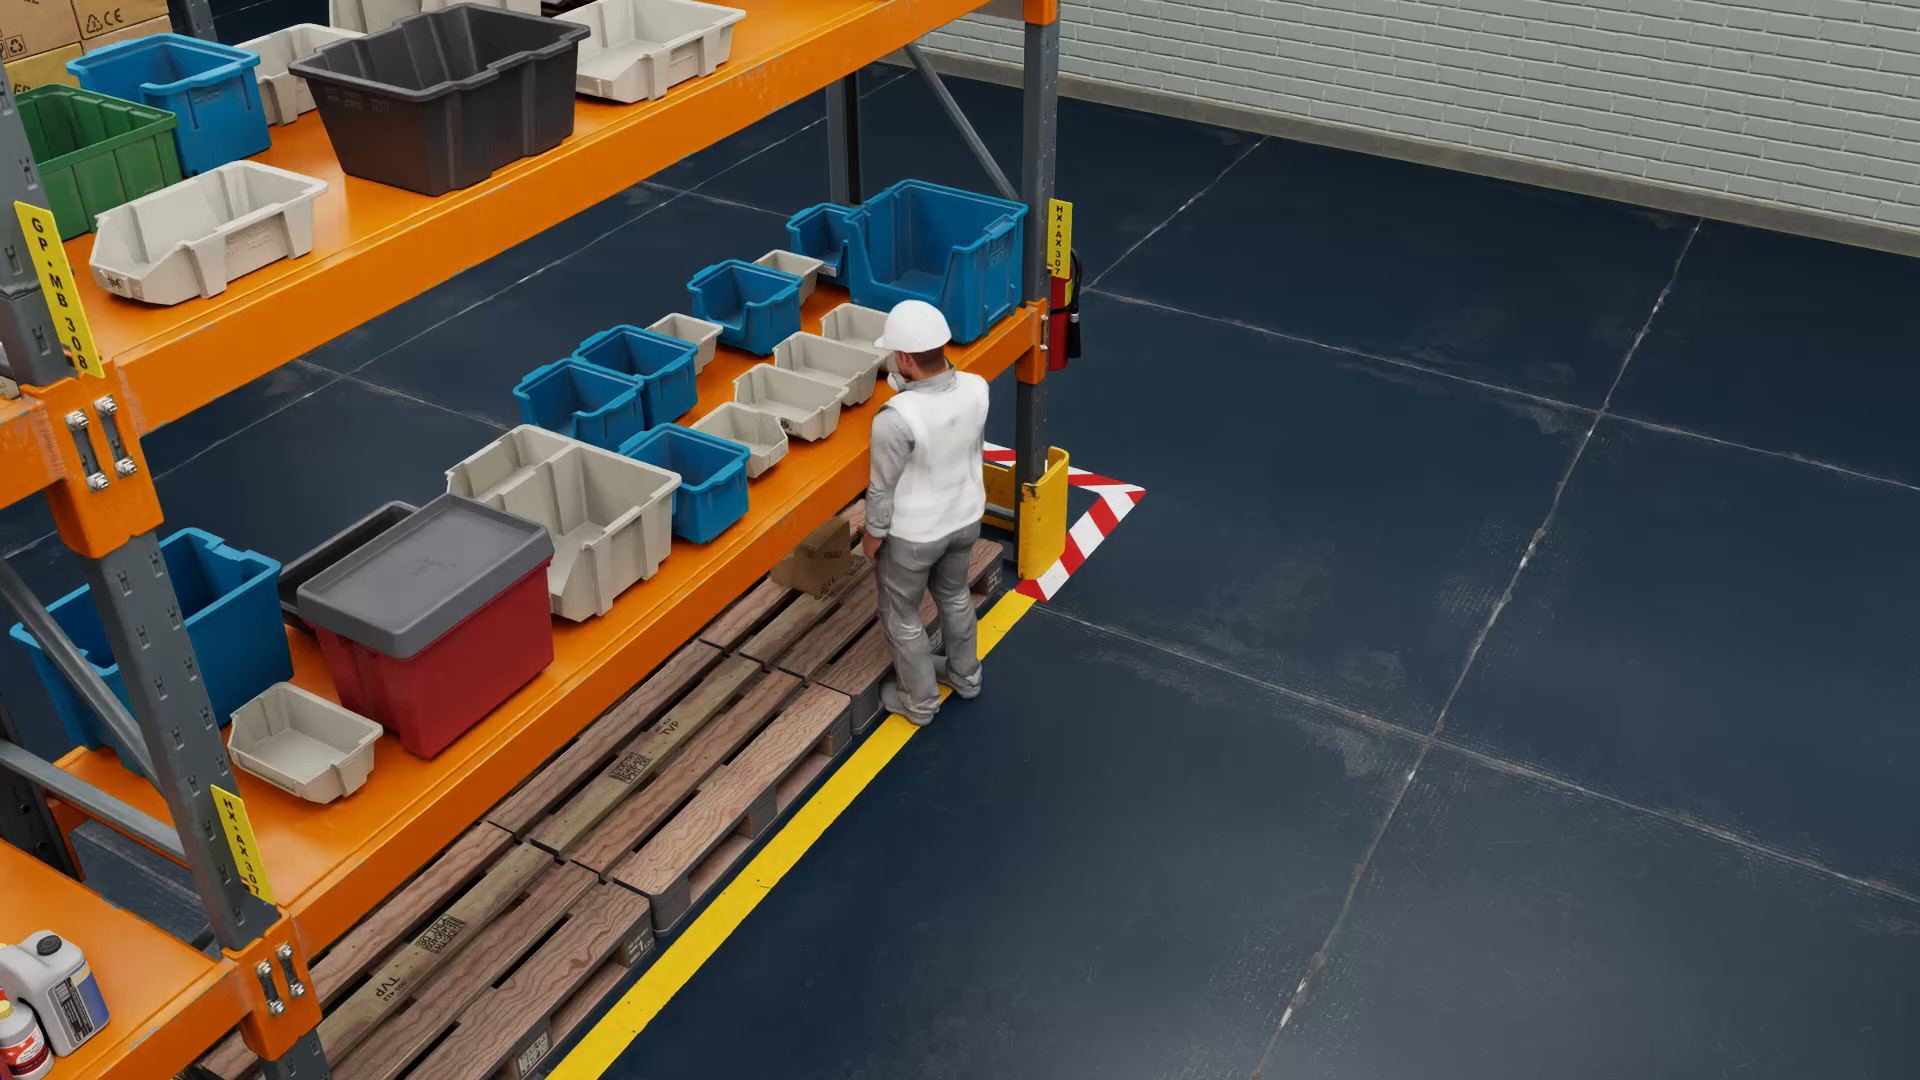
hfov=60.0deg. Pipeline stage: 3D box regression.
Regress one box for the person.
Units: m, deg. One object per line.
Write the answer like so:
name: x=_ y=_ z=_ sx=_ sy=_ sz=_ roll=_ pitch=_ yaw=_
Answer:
person: x=-0.138 y=-0.084 z=6.257 sx=0.535 sy=1.763 sz=0.364 roll=-27 pitch=42 yaw=-34
